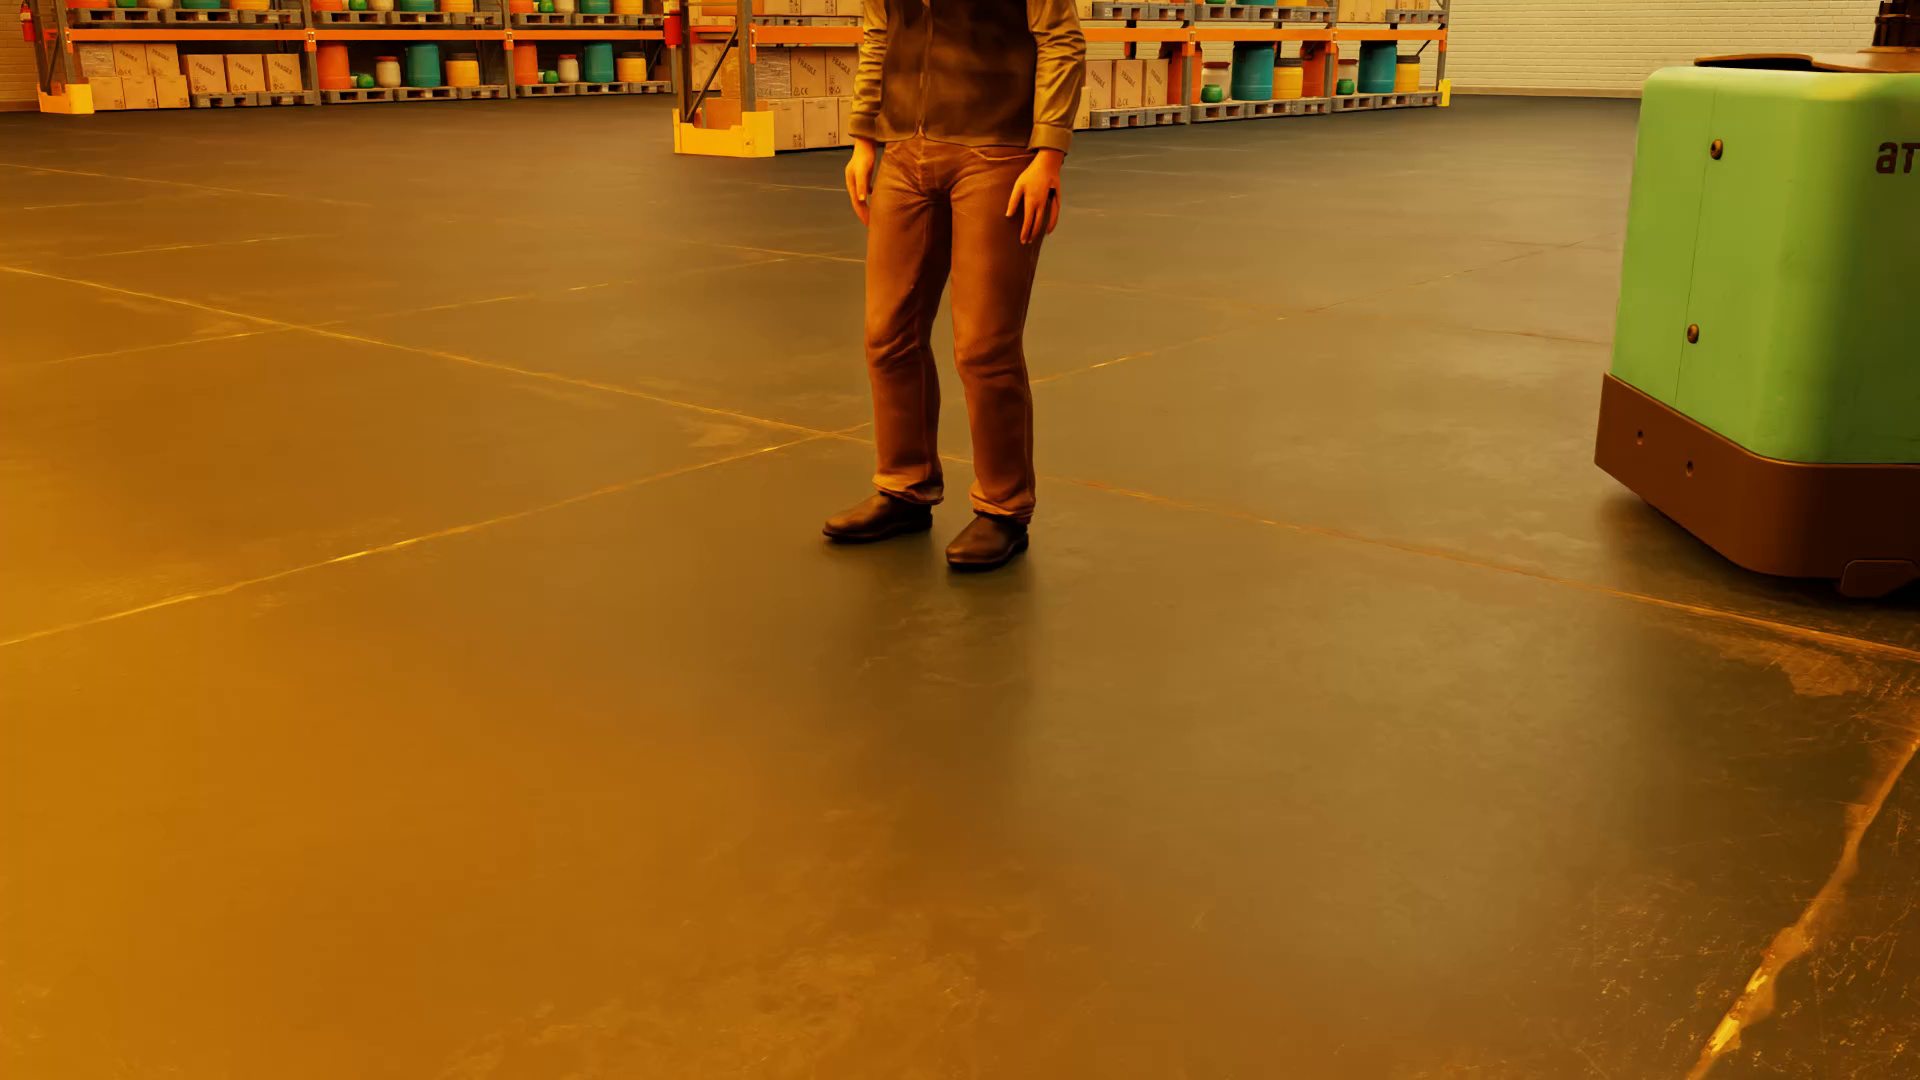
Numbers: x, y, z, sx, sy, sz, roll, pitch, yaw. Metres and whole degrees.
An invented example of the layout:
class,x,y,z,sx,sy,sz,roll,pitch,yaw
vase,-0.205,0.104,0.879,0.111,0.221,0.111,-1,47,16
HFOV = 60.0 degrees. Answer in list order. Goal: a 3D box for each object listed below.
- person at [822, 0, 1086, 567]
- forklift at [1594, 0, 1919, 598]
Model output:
class,x,y,z,sx,sy,sz,roll,pitch,yaw
person,0.004,-0.820,3.684,0.580,1.720,0.422,13,21,36
forklift,3.164,-1.398,3.500,3.031,2.935,1.130,0,17,1
